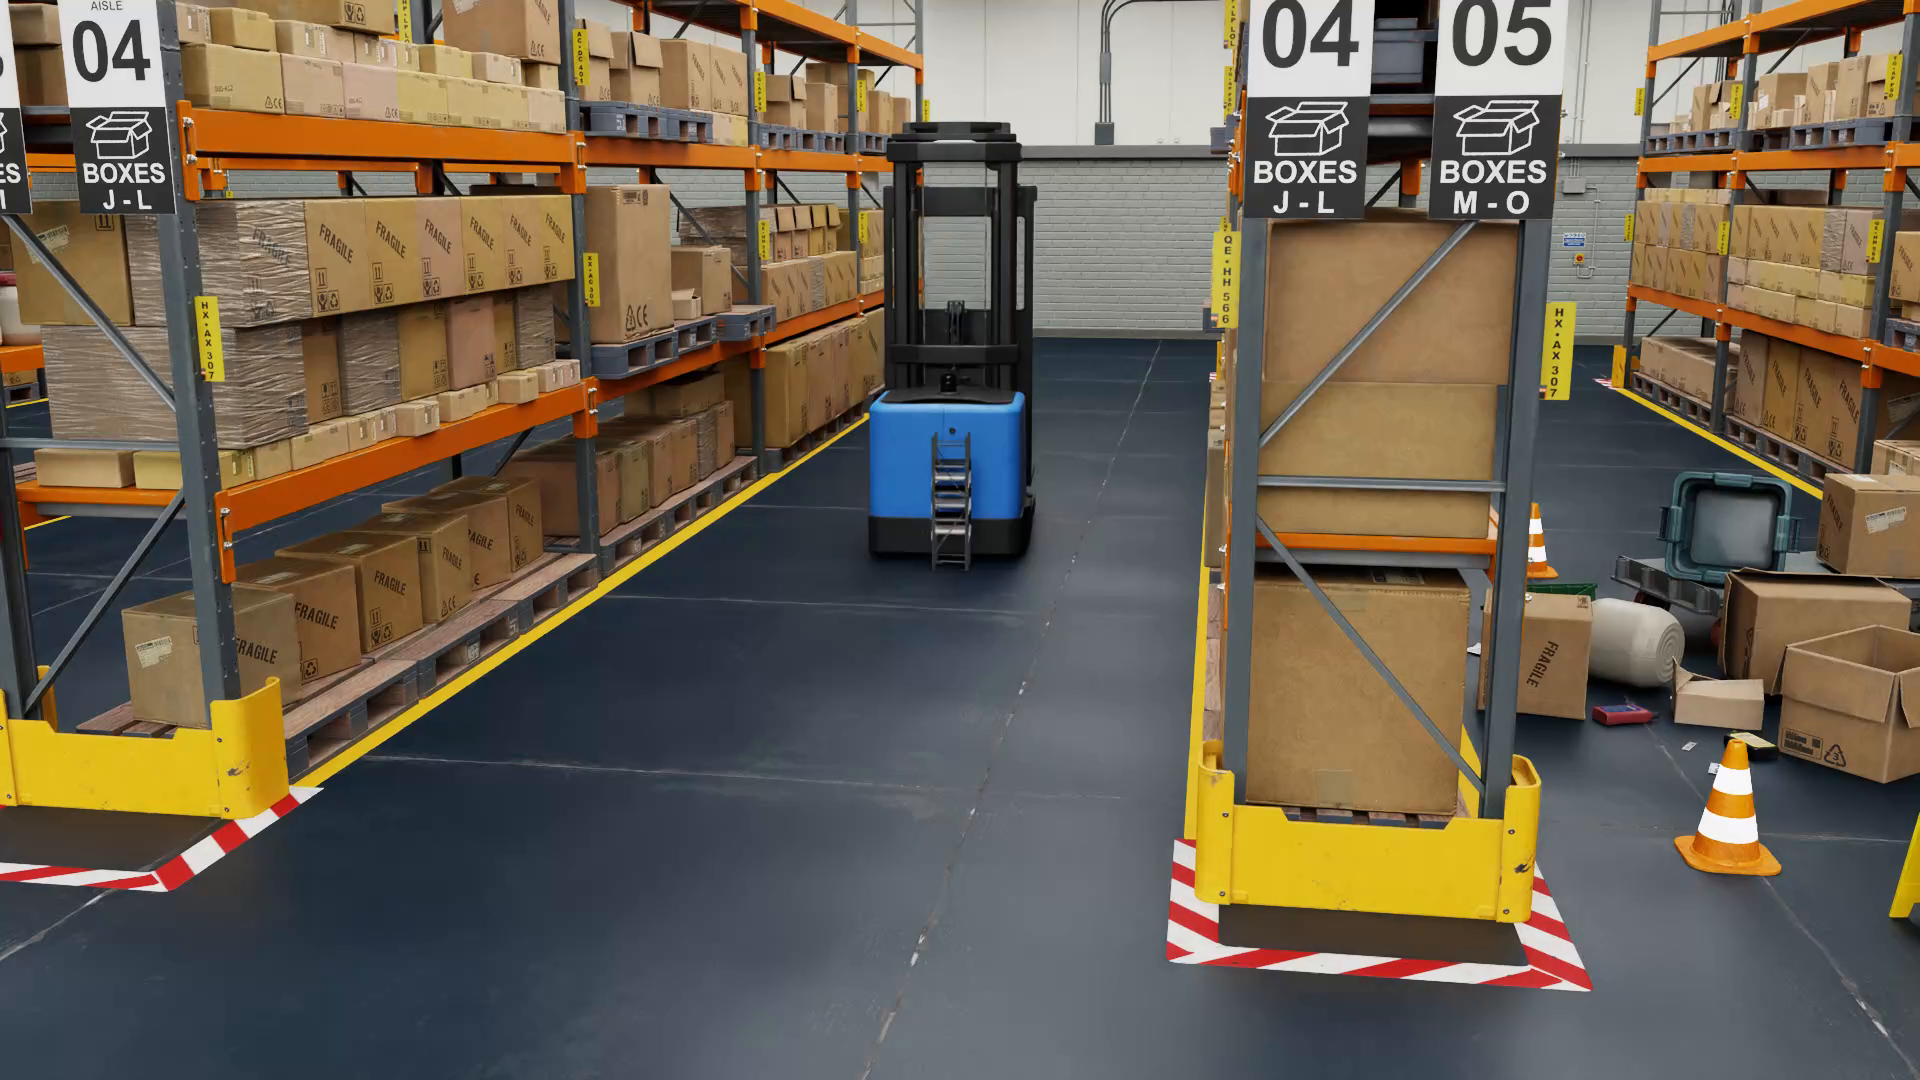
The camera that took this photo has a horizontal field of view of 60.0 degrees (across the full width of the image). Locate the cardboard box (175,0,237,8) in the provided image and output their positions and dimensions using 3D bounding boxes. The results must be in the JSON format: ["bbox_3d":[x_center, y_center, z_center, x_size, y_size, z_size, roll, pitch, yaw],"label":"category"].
[{"bbox_3d":[-3.448,-2.606,7.718,0.500,0.500,0.500,2,12,9],"label":"cardboard box"}]

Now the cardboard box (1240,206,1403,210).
[{"bbox_3d":[1.974,-1.547,9.132,0.875,0.550,0.550,2,12,9],"label":"cardboard box"}]

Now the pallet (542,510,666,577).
[{"bbox_3d":[-2.703,-0.002,11.503,1.003,0.211,1.213,2,12,9],"label":"pallet"}]

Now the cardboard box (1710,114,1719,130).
[{"bbox_3d":[8.024,-4.344,17.270,0.380,0.149,0.250,2,12,10],"label":"cardboard box"}]

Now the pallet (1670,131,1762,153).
[{"bbox_3d":[8.528,-4.394,18.351,1.003,0.211,1.213,2,12,9],"label":"pallet"}]

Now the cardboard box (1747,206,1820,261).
[{"bbox_3d":[7.799,-2.896,15.701,0.500,0.500,0.500,2,12,8],"label":"cardboard box"}]

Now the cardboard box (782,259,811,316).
[{"bbox_3d":[-1.710,-2.391,15.732,0.500,0.500,0.500,2,12,8],"label":"cardboard box"}]

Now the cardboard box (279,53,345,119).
[{"bbox_3d":[-3.033,-1.963,7.218,0.500,0.250,0.500,2,12,7],"label":"cardboard box"}]

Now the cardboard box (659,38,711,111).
[{"bbox_3d":[-2.191,-3.478,12.470,0.500,0.500,0.500,2,12,10],"label":"cardboard box"}]

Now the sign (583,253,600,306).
[{"bbox_3d":[-2.284,-1.610,10.291,0.100,0.325,0.005,2,12,9],"label":"sign"}]

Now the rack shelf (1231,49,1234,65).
[{"bbox_3d":[3.602,-5.683,18.717,1.077,0.370,4.000,2,12,9],"label":"rack shelf"}]

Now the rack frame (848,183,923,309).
[{"bbox_3d":[-0.975,-3.701,22.048,1.000,3.000,0.127,2,12,9],"label":"rack frame"}]

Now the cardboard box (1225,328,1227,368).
[{"bbox_3d":[1.958,-1.293,10.635,0.500,0.500,0.500,2,12,8],"label":"cardboard box"}]

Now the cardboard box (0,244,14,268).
[{"bbox_3d":[-11.555,-3.352,20.188,0.500,0.500,0.500,2,12,10],"label":"cardboard box"}]

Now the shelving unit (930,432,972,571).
[{"bbox_3d":[5.489,-0.687,7.603,11.832,3.194,5.866,1,12,4],"label":"shelving unit"}]

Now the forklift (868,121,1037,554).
[{"bbox_3d":[-3.399,-1.850,13.622,8.118,2.935,4.943,1,12,4],"label":"forklift"}]

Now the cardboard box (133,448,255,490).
[{"bbox_3d":[-3.157,-0.299,6.859,0.380,0.149,0.250,2,12,9],"label":"cardboard box"}]

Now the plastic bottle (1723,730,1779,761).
[{"bbox_3d":[3.571,0.926,7.551,0.133,0.061,0.283,-2,12,-11],"label":"plastic bottle"}]

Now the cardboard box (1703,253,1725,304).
[{"bbox_3d":[8.020,-2.701,17.170,0.500,0.500,0.500,2,12,9],"label":"cardboard box"}]

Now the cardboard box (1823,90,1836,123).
[{"bbox_3d":[7.452,-3.619,13.867,0.396,0.266,0.258,2,12,7],"label":"cardboard box"}]

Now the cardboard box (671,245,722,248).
[{"bbox_3d":[-2.249,-2.176,13.738,0.500,0.500,0.500,0,12,2],"label":"cardboard box"}]

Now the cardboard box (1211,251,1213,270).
[{"bbox_3d":[2.302,-2.344,13.939,0.380,0.149,0.250,1,12,6],"label":"cardboard box"}]

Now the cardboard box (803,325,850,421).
[{"bbox_3d":[-1.806,-1.715,16.879,1.225,0.875,0.875,1,12,7],"label":"cardboard box"}]

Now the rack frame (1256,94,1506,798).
[{"bbox_3d":[1.446,-0.189,5.750,0.949,2.616,0.053,2,12,9],"label":"rack frame"}]

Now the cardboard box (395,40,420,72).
[{"bbox_3d":[-2.912,-2.386,8.236,0.380,0.149,0.250,1,12,7],"label":"cardboard box"}]

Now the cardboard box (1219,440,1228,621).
[{"bbox_3d":[1.899,-0.059,9.196,0.875,0.875,0.875,2,12,10],"label":"cardboard box"}]

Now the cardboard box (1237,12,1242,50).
[{"bbox_3d":[1.322,-2.079,6.761,0.380,0.149,0.250,2,12,8],"label":"cardboard box"}]

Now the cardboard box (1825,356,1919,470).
[{"bbox_3d":[7.775,-1.023,13.665,0.875,0.875,0.875,2,12,8],"label":"cardboard box"}]

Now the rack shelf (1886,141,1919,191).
[{"bbox_3d":[7.279,-2.413,10.658,1.077,0.370,4.000,2,12,9],"label":"rack shelf"}]

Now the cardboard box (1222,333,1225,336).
[{"bbox_3d":[3.494,-2.524,20.943,0.380,0.149,0.250,1,12,6],"label":"cardboard box"}]

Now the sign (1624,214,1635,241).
[{"bbox_3d":[8.269,-3.861,20.547,0.100,0.325,0.005,2,12,9],"label":"sign"}]

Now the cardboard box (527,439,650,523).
[{"bbox_3d":[-2.613,-0.422,11.721,0.700,0.500,0.500,2,12,8],"label":"cardboard box"}]

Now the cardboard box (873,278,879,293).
[{"bbox_3d":[-1.136,-2.906,18.954,0.380,0.149,0.250,2,12,11],"label":"cardboard box"}]

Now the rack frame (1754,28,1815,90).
[{"bbox_3d":[8.205,-5.480,16.062,0.949,2.616,0.053,2,12,9],"label":"rack frame"}]

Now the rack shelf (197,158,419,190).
[{"bbox_3d":[-6.792,-3.727,16.757,1.077,0.370,4.000,2,12,9],"label":"rack shelf"}]

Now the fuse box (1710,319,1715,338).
[{"bbox_3d":[11.714,-3.826,25.687,0.539,1.711,0.414,2,12,9],"label":"fuse box"}]

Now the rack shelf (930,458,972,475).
[{"bbox_3d":[5.489,-1.004,7.532,11.832,2.546,5.861,1,12,4],"label":"rack shelf"}]

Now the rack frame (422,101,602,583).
[{"bbox_3d":[-2.821,-1.203,10.457,1.000,3.000,0.127,2,12,9],"label":"rack frame"}]

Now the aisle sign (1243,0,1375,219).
[{"bbox_3d":[1.142,-1.455,5.452,0.394,0.787,0.004,2,12,9],"label":"aisle sign"}]

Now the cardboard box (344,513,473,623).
[{"bbox_3d":[-3.021,0.147,9.129,0.500,0.500,0.500,1,12,4],"label":"cardboard box"}]

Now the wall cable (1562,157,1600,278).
[{"bbox_3d":[9.661,-5.067,25.897,0.585,1.953,0.123,2,12,9],"label":"wall cable"}]

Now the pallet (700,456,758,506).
[{"bbox_3d":[-9.204,-1.326,17.647,15.783,0.211,6.755,2,12,9],"label":"pallet"}]

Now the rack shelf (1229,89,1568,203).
[{"bbox_3d":[1.757,-1.720,7.441,1.077,0.370,4.000,2,12,9],"label":"rack shelf"}]

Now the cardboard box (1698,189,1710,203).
[{"bbox_3d":[8.154,-3.686,17.827,0.380,0.149,0.250,2,12,8],"label":"cardboard box"}]

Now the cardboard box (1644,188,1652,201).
[{"bbox_3d":[8.488,-4.170,20.072,0.380,0.149,0.250,2,12,10],"label":"cardboard box"}]

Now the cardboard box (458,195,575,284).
[{"bbox_3d":[-2.618,-1.784,9.833,0.500,0.500,0.500,2,12,9],"label":"cardboard box"}]

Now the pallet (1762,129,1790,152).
[{"bbox_3d":[8.109,-3.728,15.505,0.805,0.209,1.217,1,12,6],"label":"pallet"}]

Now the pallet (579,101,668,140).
[{"bbox_3d":[-2.621,-2.703,10.741,1.213,0.211,1.003,2,12,9],"label":"pallet"}]

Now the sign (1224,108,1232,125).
[{"bbox_3d":[2.757,-4.422,17.044,0.100,0.325,0.005,2,12,9],"label":"sign"}]

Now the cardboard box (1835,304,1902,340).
[{"bbox_3d":[7.407,-1.755,13.374,0.500,0.250,0.500,1,12,7],"label":"cardboard box"}]

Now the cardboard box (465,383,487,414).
[{"bbox_3d":[-2.805,-0.768,9.031,0.380,0.149,0.250,2,12,9],"label":"cardboard box"}]

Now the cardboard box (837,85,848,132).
[{"bbox_3d":[-1.530,-4.803,18.568,0.700,0.500,0.500,1,12,5],"label":"cardboard box"}]
